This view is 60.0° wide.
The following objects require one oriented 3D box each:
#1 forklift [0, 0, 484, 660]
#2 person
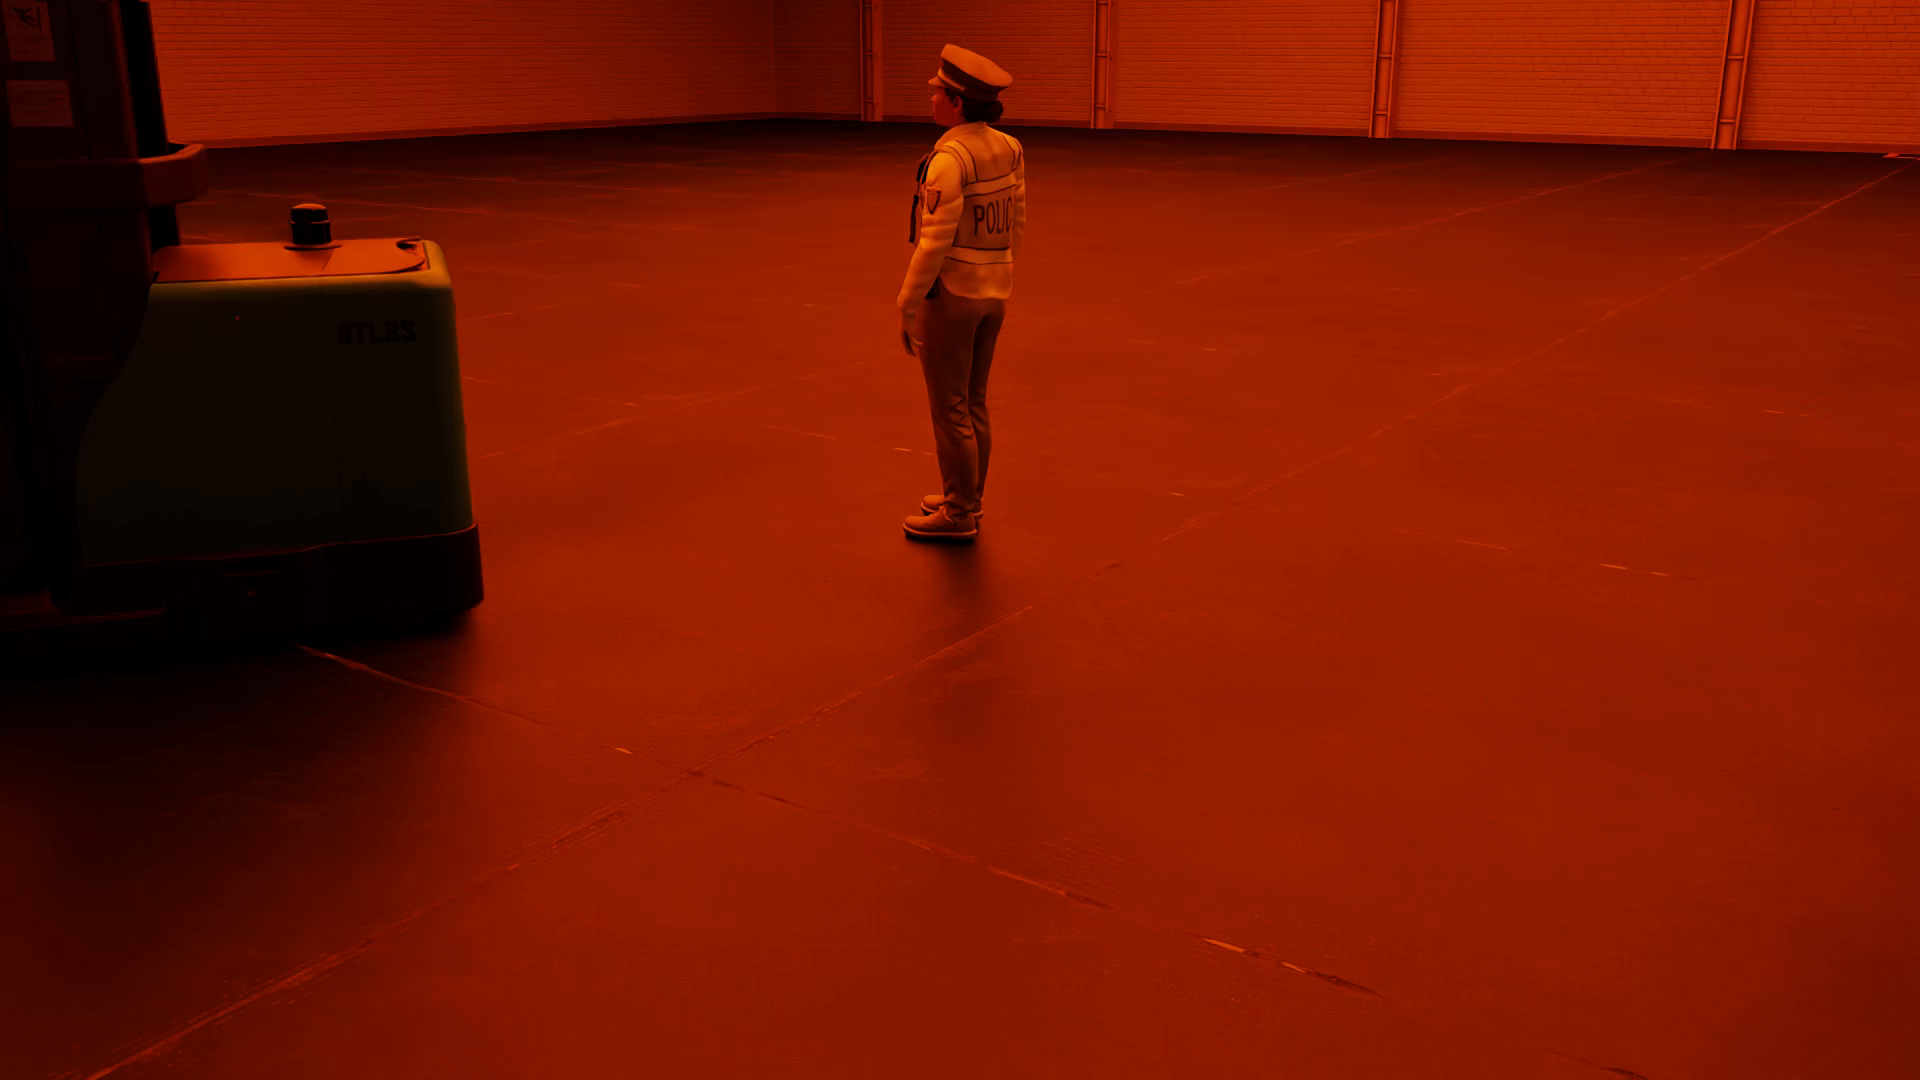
[{"bbox_3d":[-3.032,-1.135,4.630,3.031,2.935,1.130,-5,18,-18],"label":"forklift"},{"bbox_3d":[-0.052,-0.832,5.747,0.532,1.694,0.586,11,20,33],"label":"person"}]
